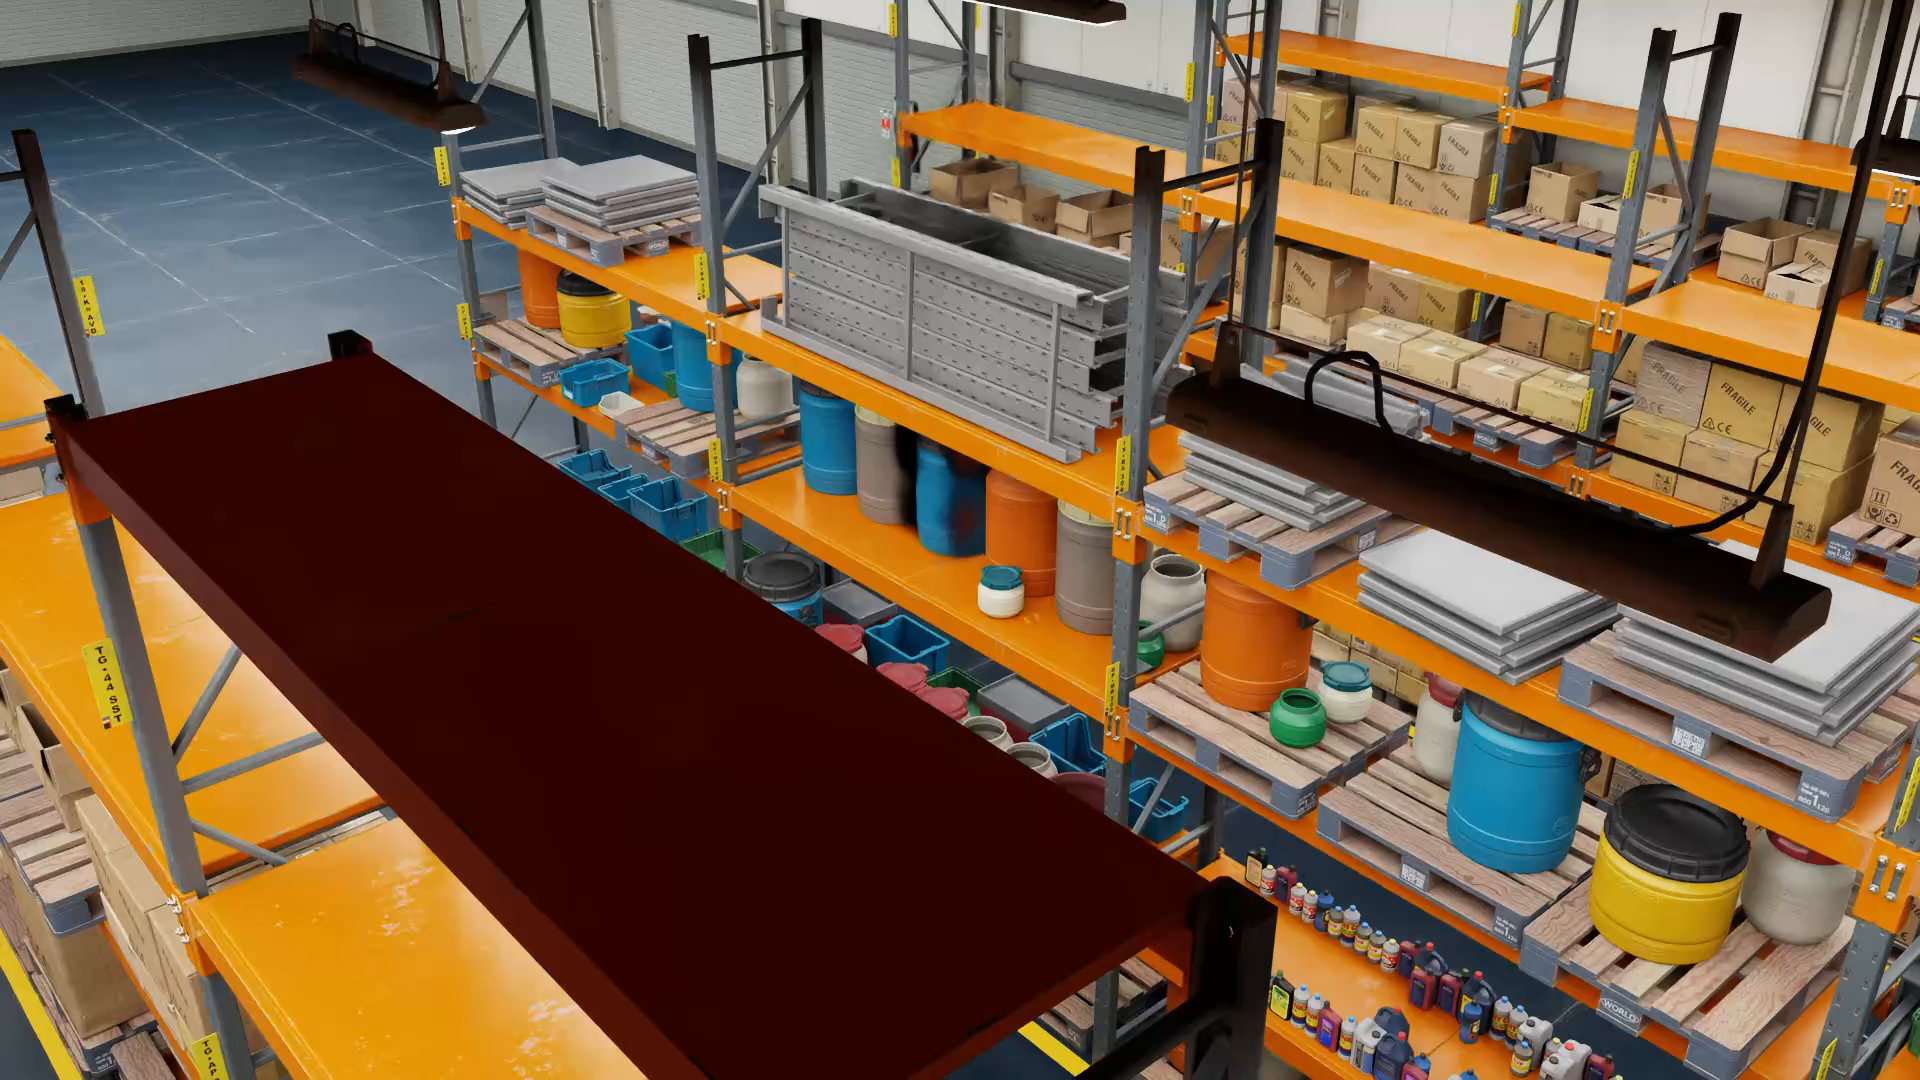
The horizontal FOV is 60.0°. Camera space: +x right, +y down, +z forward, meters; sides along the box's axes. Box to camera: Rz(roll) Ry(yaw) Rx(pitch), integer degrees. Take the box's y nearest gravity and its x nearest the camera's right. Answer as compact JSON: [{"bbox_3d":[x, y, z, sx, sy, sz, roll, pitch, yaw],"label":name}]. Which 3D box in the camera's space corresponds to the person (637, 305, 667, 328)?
[{"bbox_3d":[-3.562,-1.955,19.422,0.990,1.746,0.705,-7,28,-13],"label":"person"}]

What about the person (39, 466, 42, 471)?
[{"bbox_3d":[-9.220,-0.250,16.178,0.695,1.722,0.634,-8,28,-16],"label":"person"}]
